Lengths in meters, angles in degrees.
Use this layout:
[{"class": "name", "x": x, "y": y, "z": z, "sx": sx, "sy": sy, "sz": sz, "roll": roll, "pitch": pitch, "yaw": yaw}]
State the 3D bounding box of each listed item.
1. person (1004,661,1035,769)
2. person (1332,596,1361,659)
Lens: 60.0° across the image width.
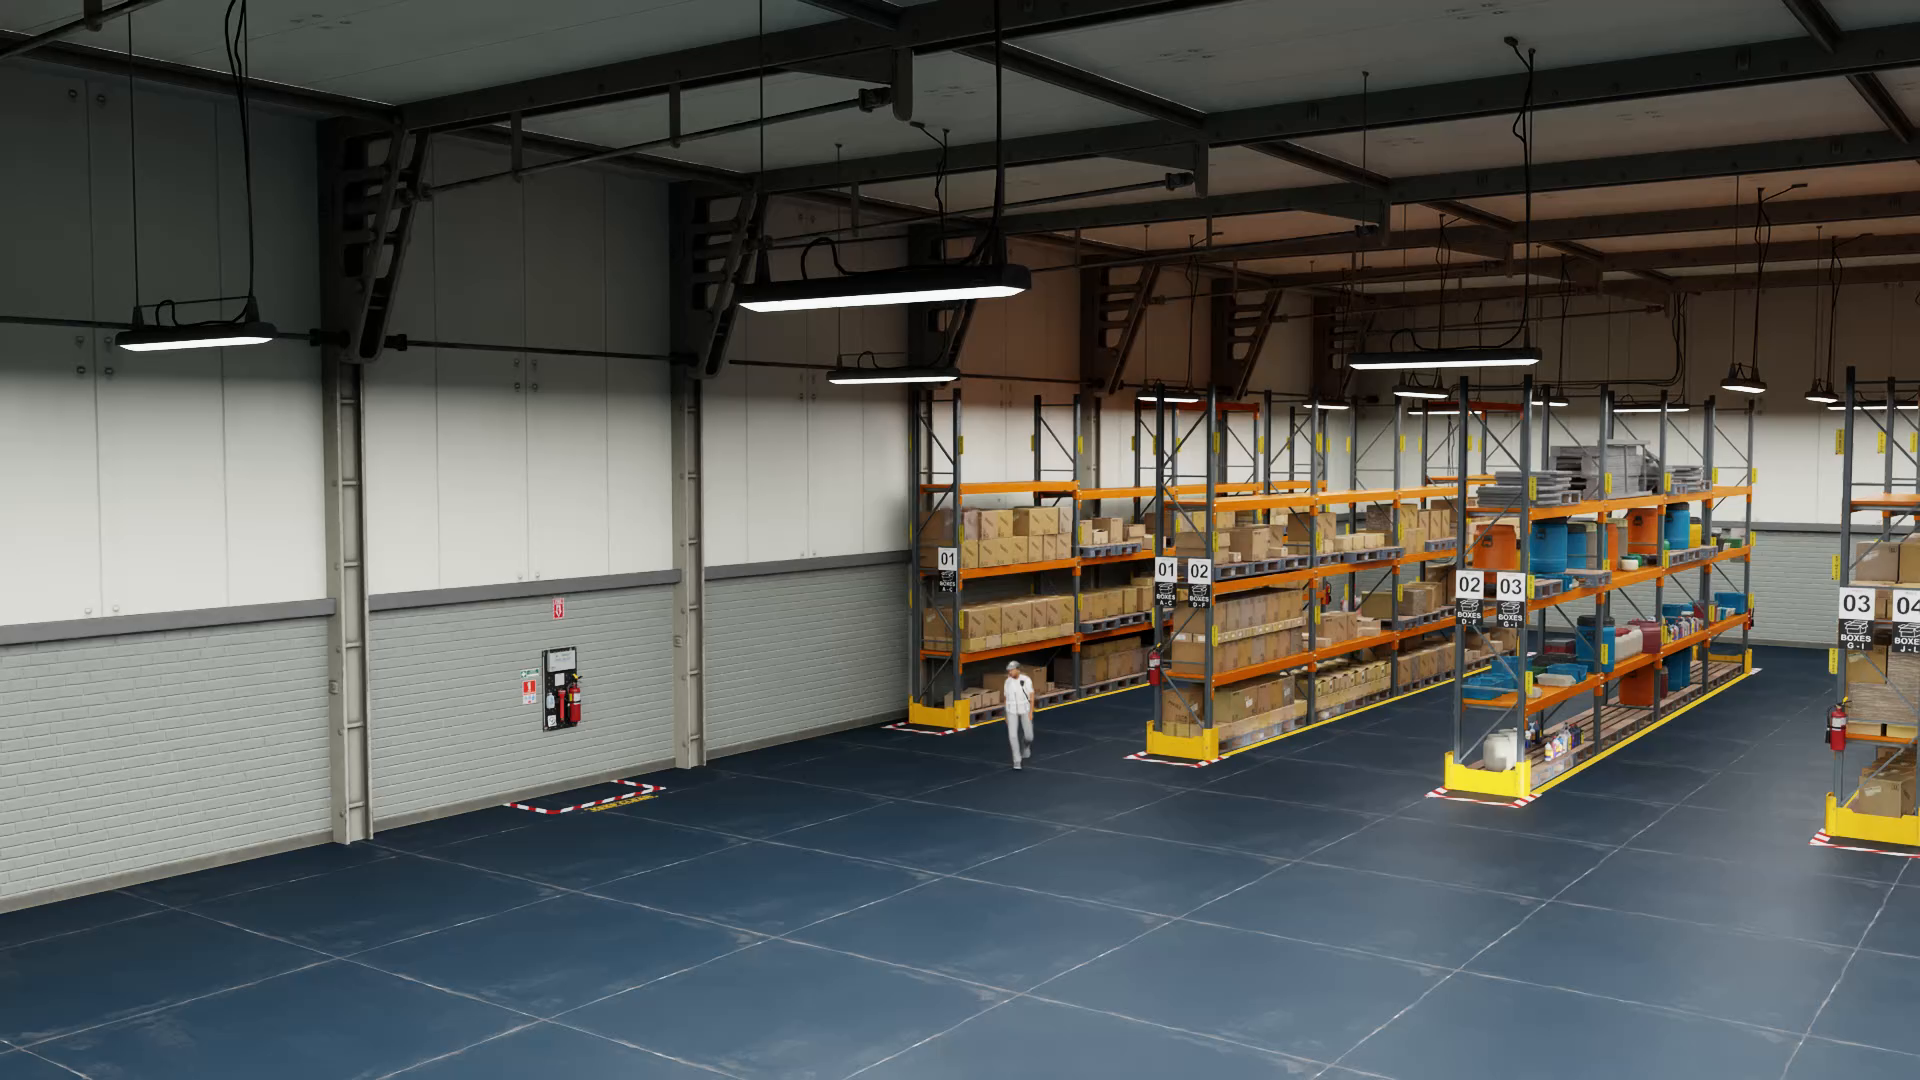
[{"class": "person", "x": 0.921, "y": 2.703, "z": 25.901, "sx": 0.495, "sy": 1.632, "sz": 0.724, "roll": 1, "pitch": 3, "yaw": 10}, {"class": "person", "x": 9.030, "y": 1.899, "z": 38.701, "sx": 0.580, "sy": 1.721, "sz": 1.050, "roll": 2, "pitch": 4, "yaw": 31}]
